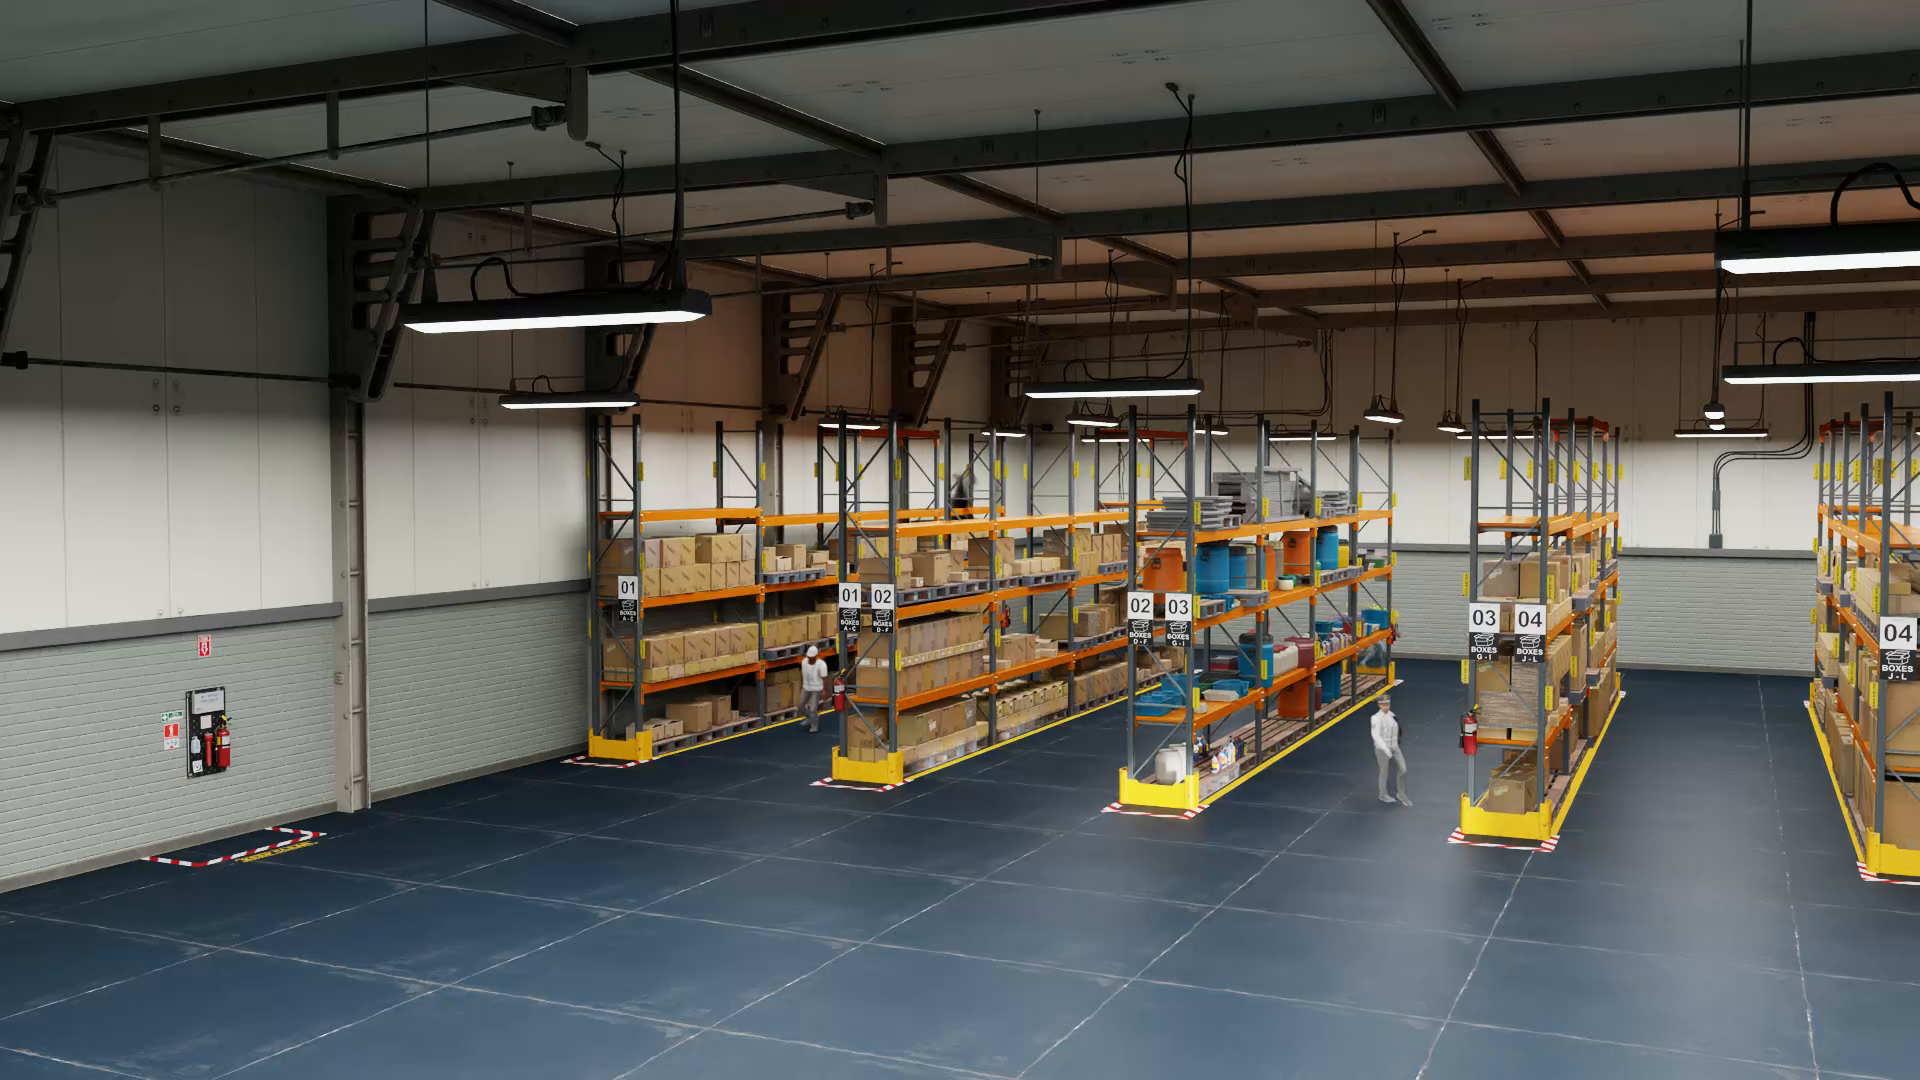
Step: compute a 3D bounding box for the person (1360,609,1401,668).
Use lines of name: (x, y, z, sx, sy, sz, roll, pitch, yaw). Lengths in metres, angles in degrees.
person: (10.485, 2.491, 41.517, 0.704, 1.565, 1.094, -2, 3, -37)

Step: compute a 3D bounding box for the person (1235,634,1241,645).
person: (6.237, 2.771, 35.773, 0.665, 1.549, 1.173, 2, 3, 45)

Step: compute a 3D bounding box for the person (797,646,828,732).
person: (-2.809, 2.839, 31.783, 0.800, 1.681, 0.682, 1, 3, 29)

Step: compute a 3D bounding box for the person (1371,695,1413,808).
person: (6.405, 3.149, 24.855, 0.629, 1.686, 0.601, -1, 2, -16)
